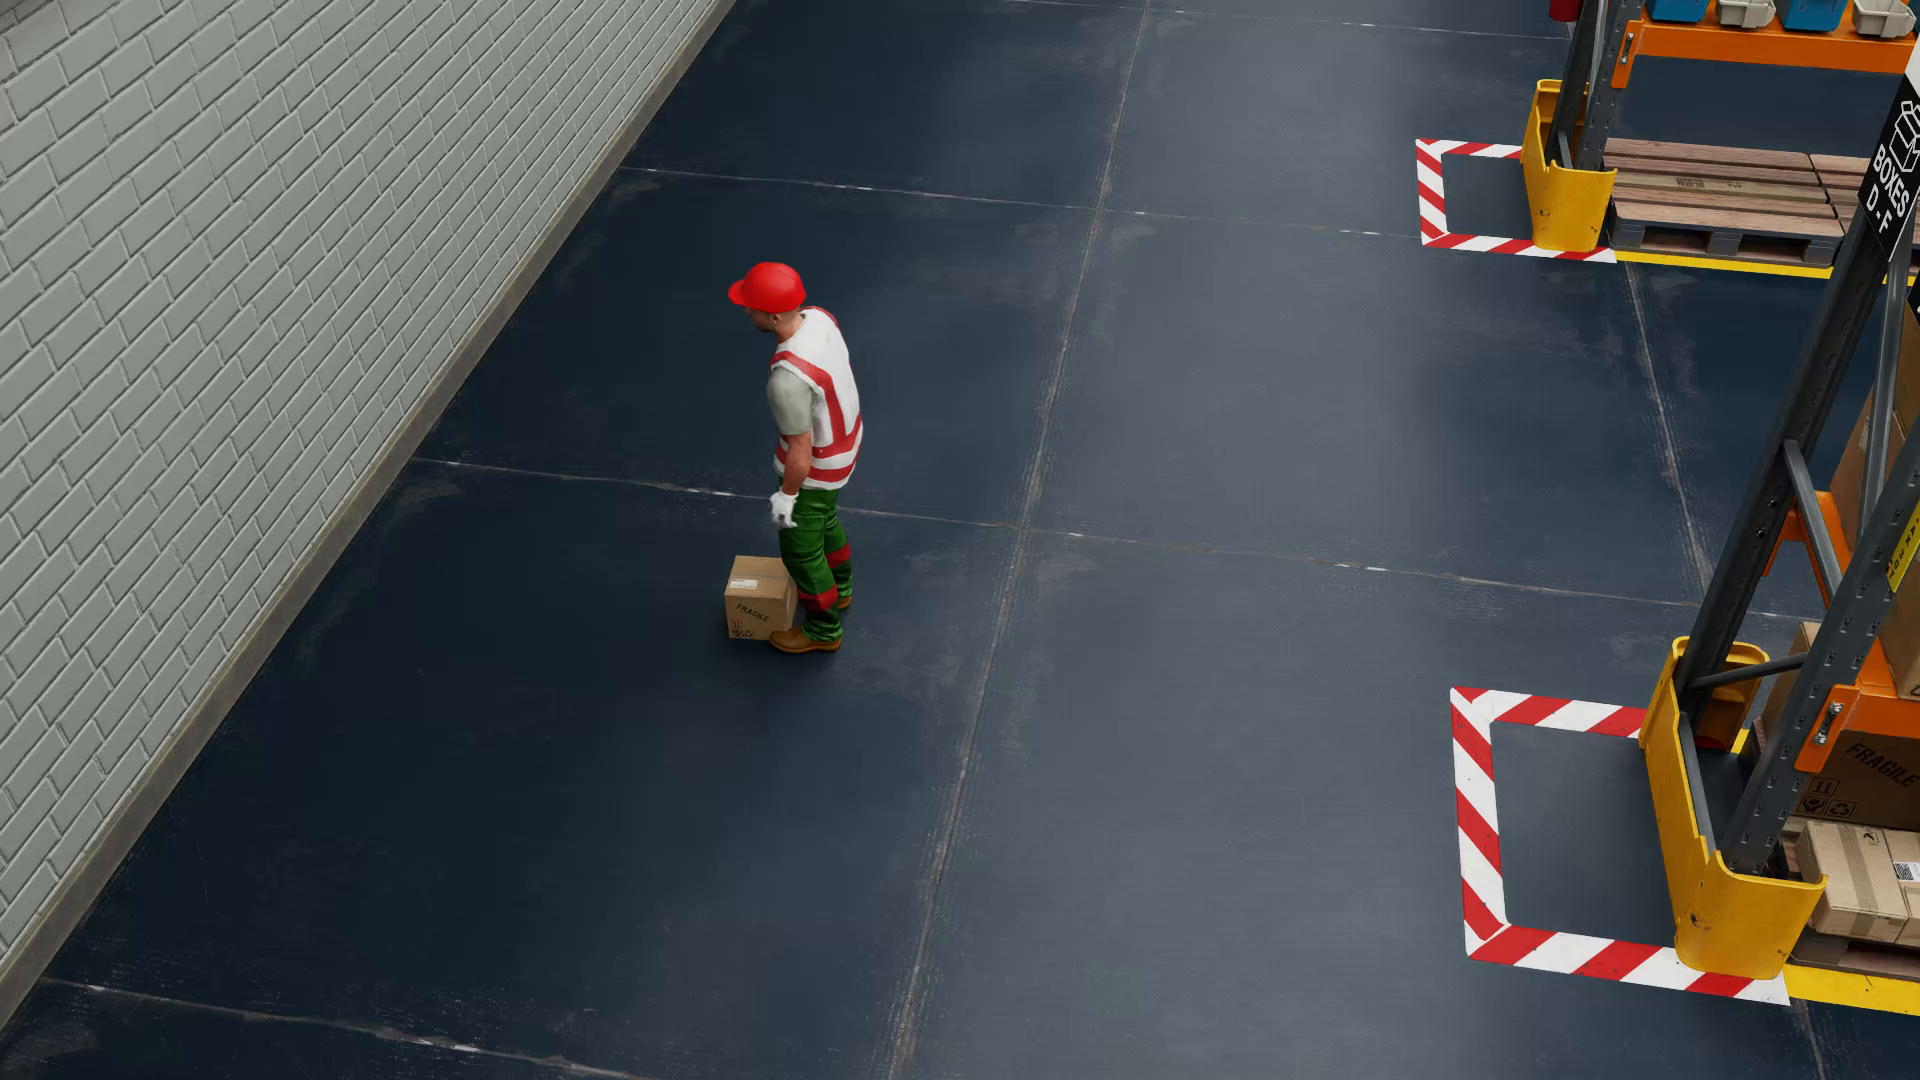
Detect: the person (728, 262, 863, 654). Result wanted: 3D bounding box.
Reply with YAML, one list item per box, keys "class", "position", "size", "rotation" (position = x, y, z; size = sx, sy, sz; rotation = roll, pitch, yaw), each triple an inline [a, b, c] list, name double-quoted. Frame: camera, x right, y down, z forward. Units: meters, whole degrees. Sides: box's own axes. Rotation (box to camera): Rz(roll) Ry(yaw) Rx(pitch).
- class: "person"
  position: [-0.611, -0.313, 6.516]
  size: [0.453, 1.778, 0.606]
  rotation: [7, 41, 8]
